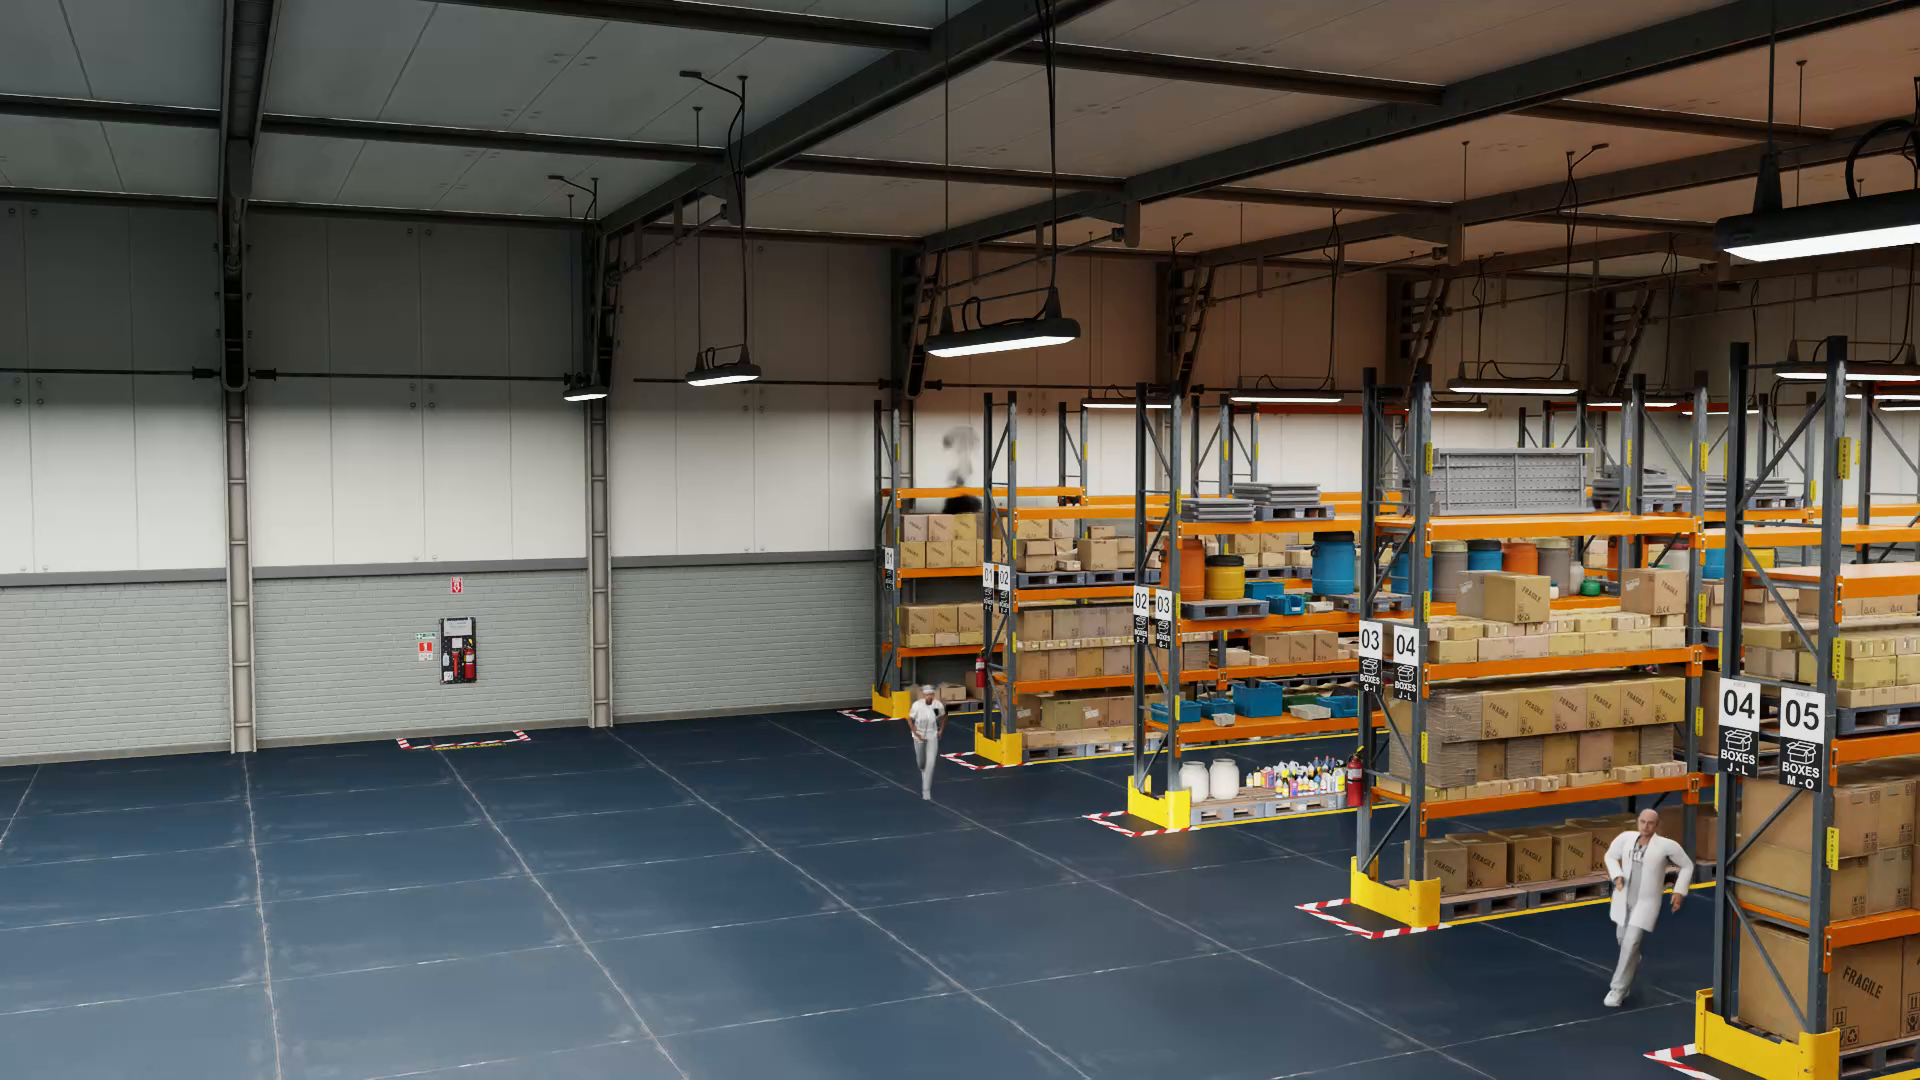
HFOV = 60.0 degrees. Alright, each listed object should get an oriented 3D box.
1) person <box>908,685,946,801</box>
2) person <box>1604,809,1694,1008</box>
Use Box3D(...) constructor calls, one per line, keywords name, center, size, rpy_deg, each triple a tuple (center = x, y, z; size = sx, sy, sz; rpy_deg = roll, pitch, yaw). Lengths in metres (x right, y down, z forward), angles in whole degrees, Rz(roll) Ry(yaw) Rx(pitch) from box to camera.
Box3D(name="person", center=(-0.493, 2.929, 24.488), size=(0.557, 1.683, 1.016), rpy_deg=(0, 3, -2))
Box3D(name="person", center=(6.345, 3.373, 15.430), size=(0.968, 1.795, 0.766), rpy_deg=(-3, 5, -44))
